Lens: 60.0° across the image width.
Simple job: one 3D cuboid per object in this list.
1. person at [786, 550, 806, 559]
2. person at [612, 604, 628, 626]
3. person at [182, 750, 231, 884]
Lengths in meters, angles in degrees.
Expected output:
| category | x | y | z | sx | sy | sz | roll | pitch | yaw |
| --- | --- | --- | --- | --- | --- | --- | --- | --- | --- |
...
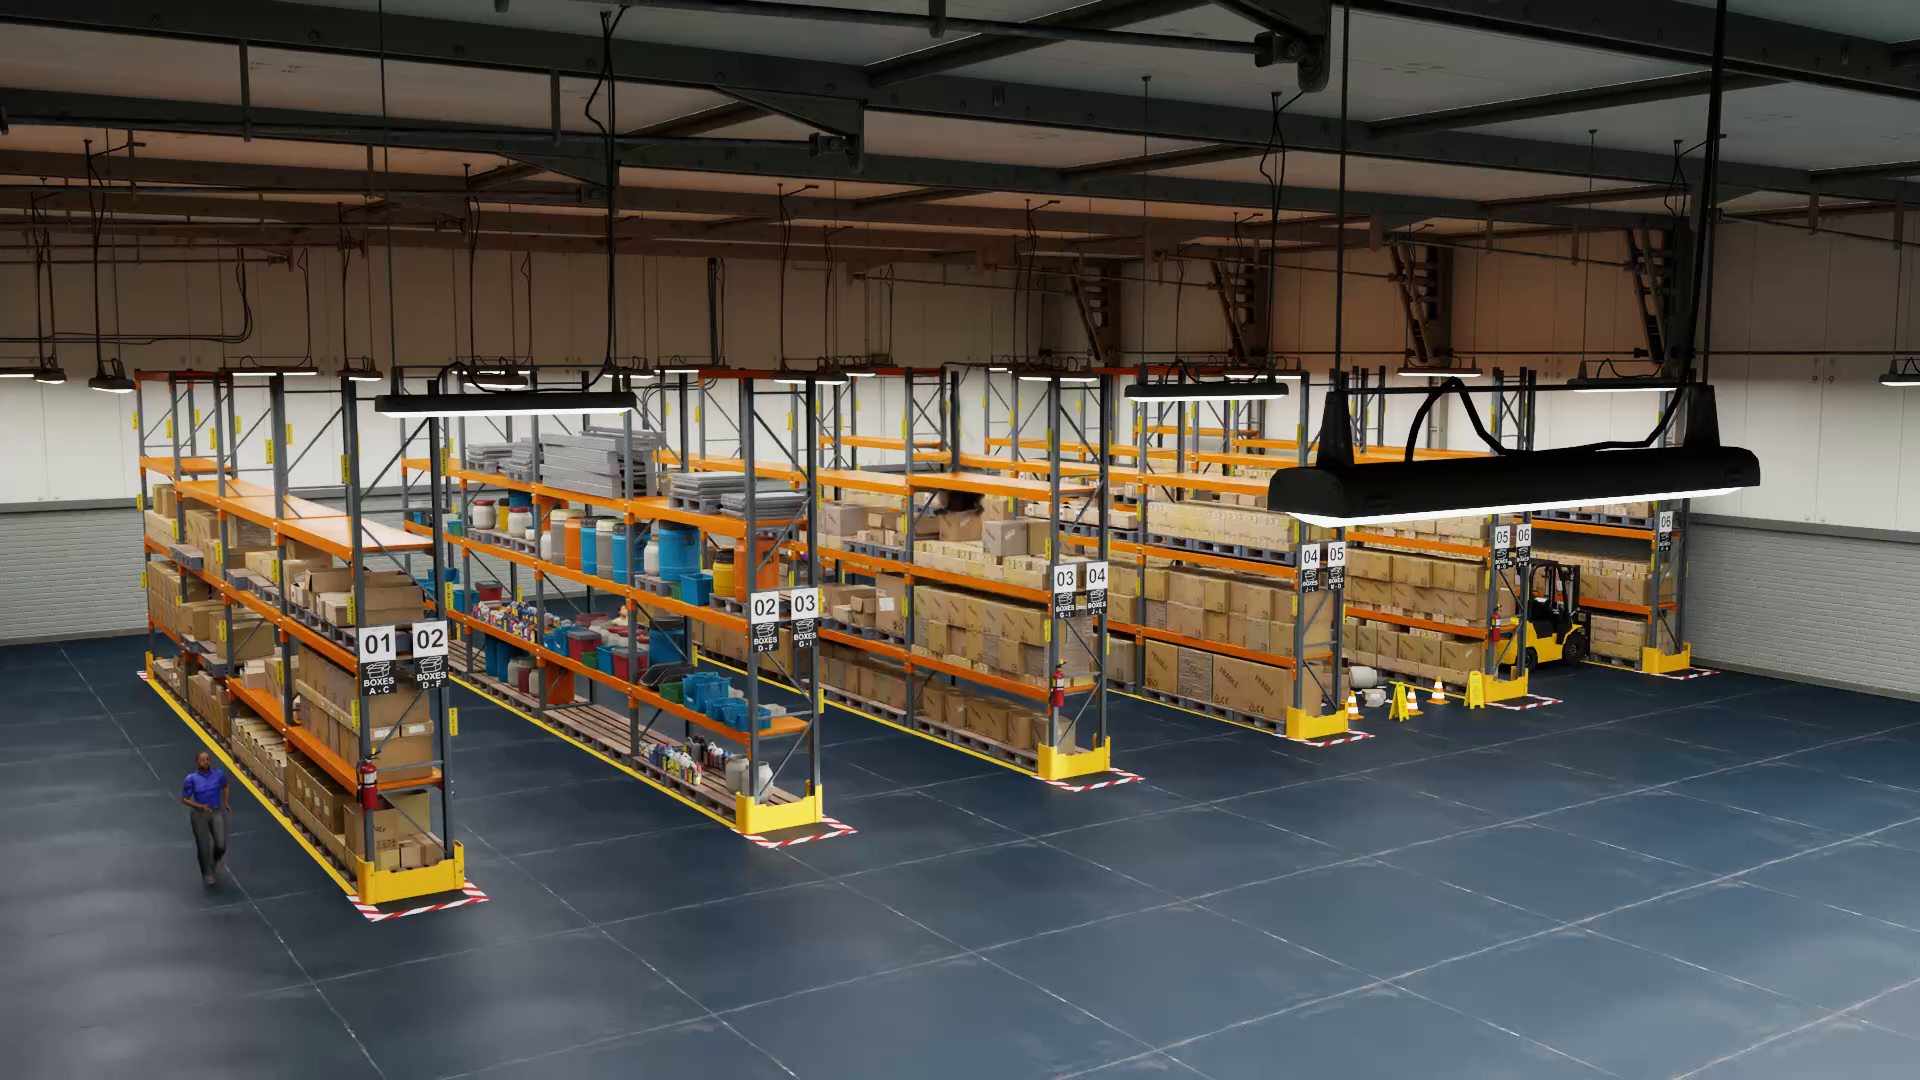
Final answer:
| category | x | y | z | sx | sy | sz | roll | pitch | yaw |
| --- | --- | --- | --- | --- | --- | --- | --- | --- | --- |
| person | -4.119 | 0.853 | 41.008 | 0.703 | 1.730 | 0.573 | 2 | 7 | 19 |
| person | -6.333 | 2.002 | 31.312 | 0.582 | 1.630 | 0.566 | -5 | 8 | -40 |
| person | -8.916 | 3.302 | 19.760 | 0.561 | 1.618 | 0.562 | -4 | 8 | -35 |
